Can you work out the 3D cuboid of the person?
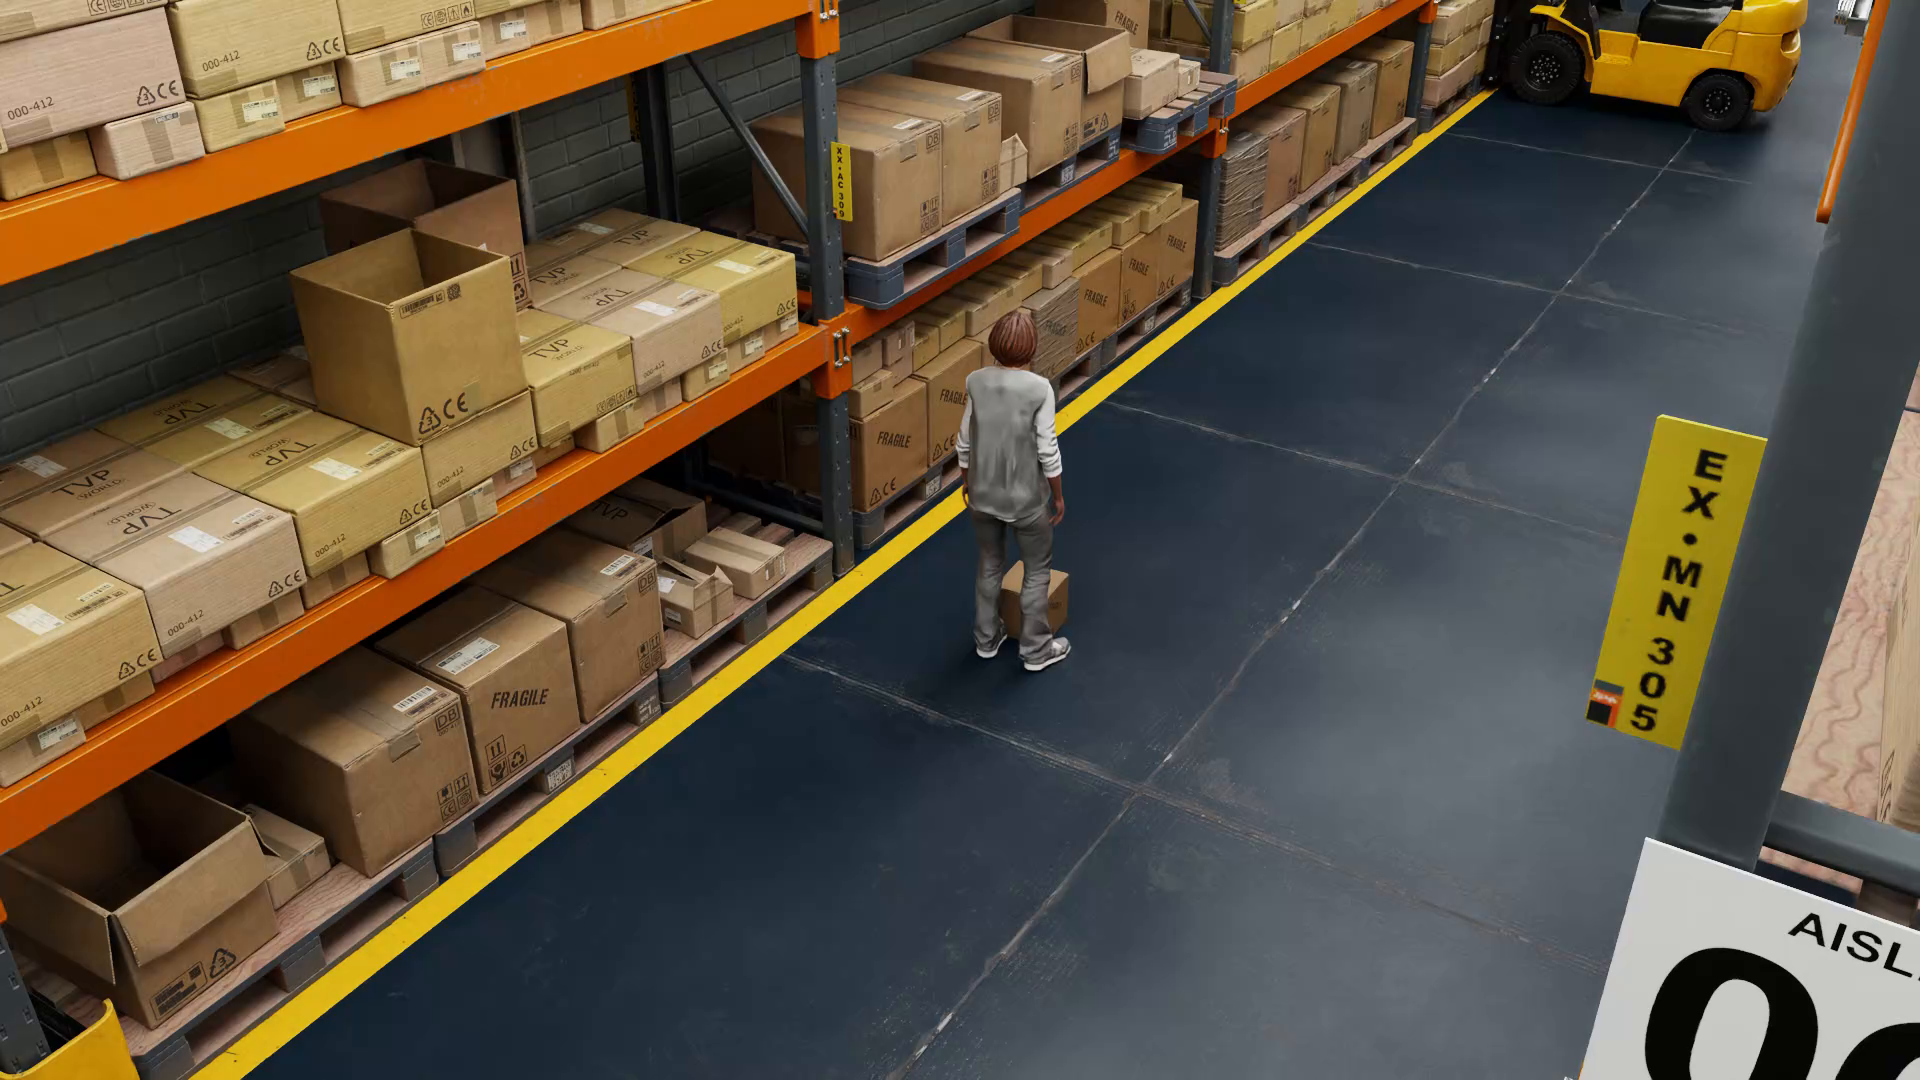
[{"bbox_3d":[0.217,-0.181,6.945,0.485,1.592,0.347,14,34,22],"label":"person"}]
